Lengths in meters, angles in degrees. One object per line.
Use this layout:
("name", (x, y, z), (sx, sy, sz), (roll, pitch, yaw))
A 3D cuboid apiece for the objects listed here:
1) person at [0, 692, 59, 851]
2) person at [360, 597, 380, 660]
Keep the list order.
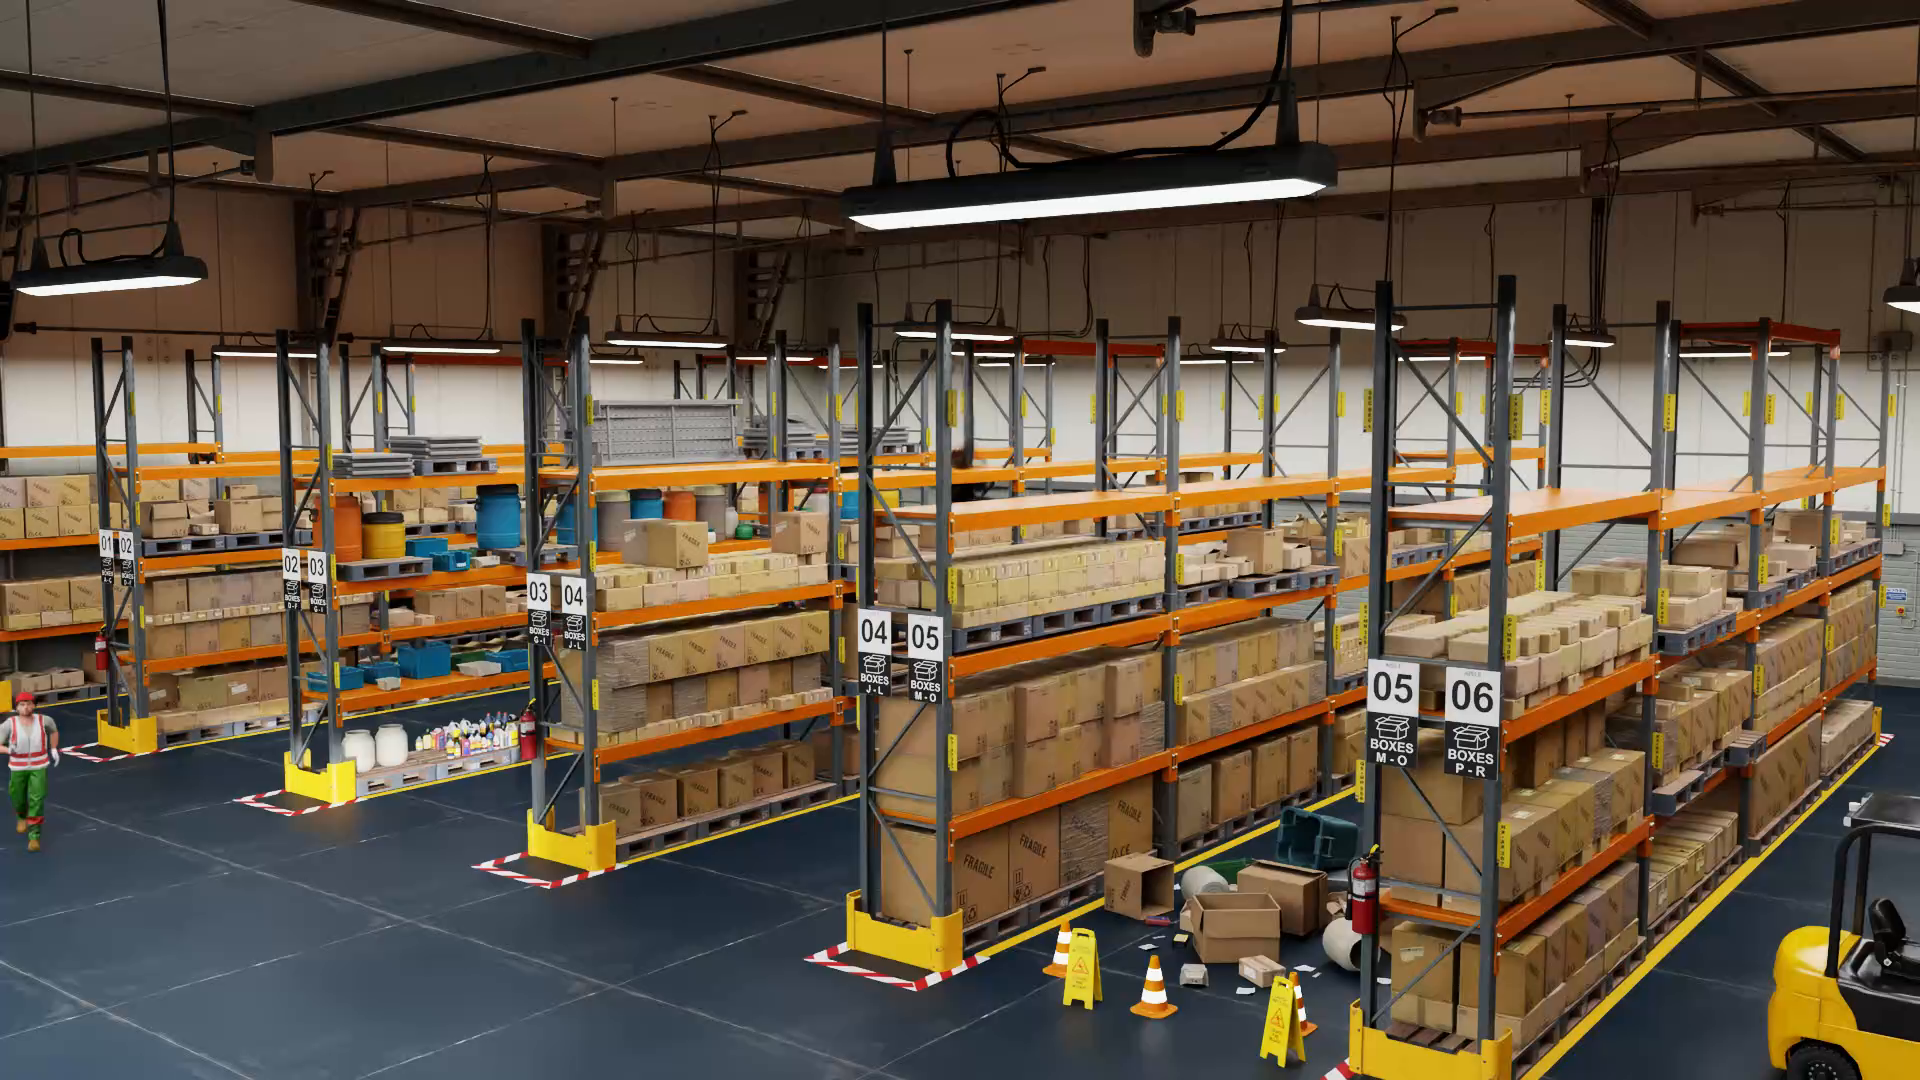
("person", (-10.666, 2.607, 19.023), (0.668, 1.770, 0.908), (-3, 6, -31))
("person", (-10.329, 1.805, 29.381), (0.552, 1.702, 0.802), (4, 6, 39))
